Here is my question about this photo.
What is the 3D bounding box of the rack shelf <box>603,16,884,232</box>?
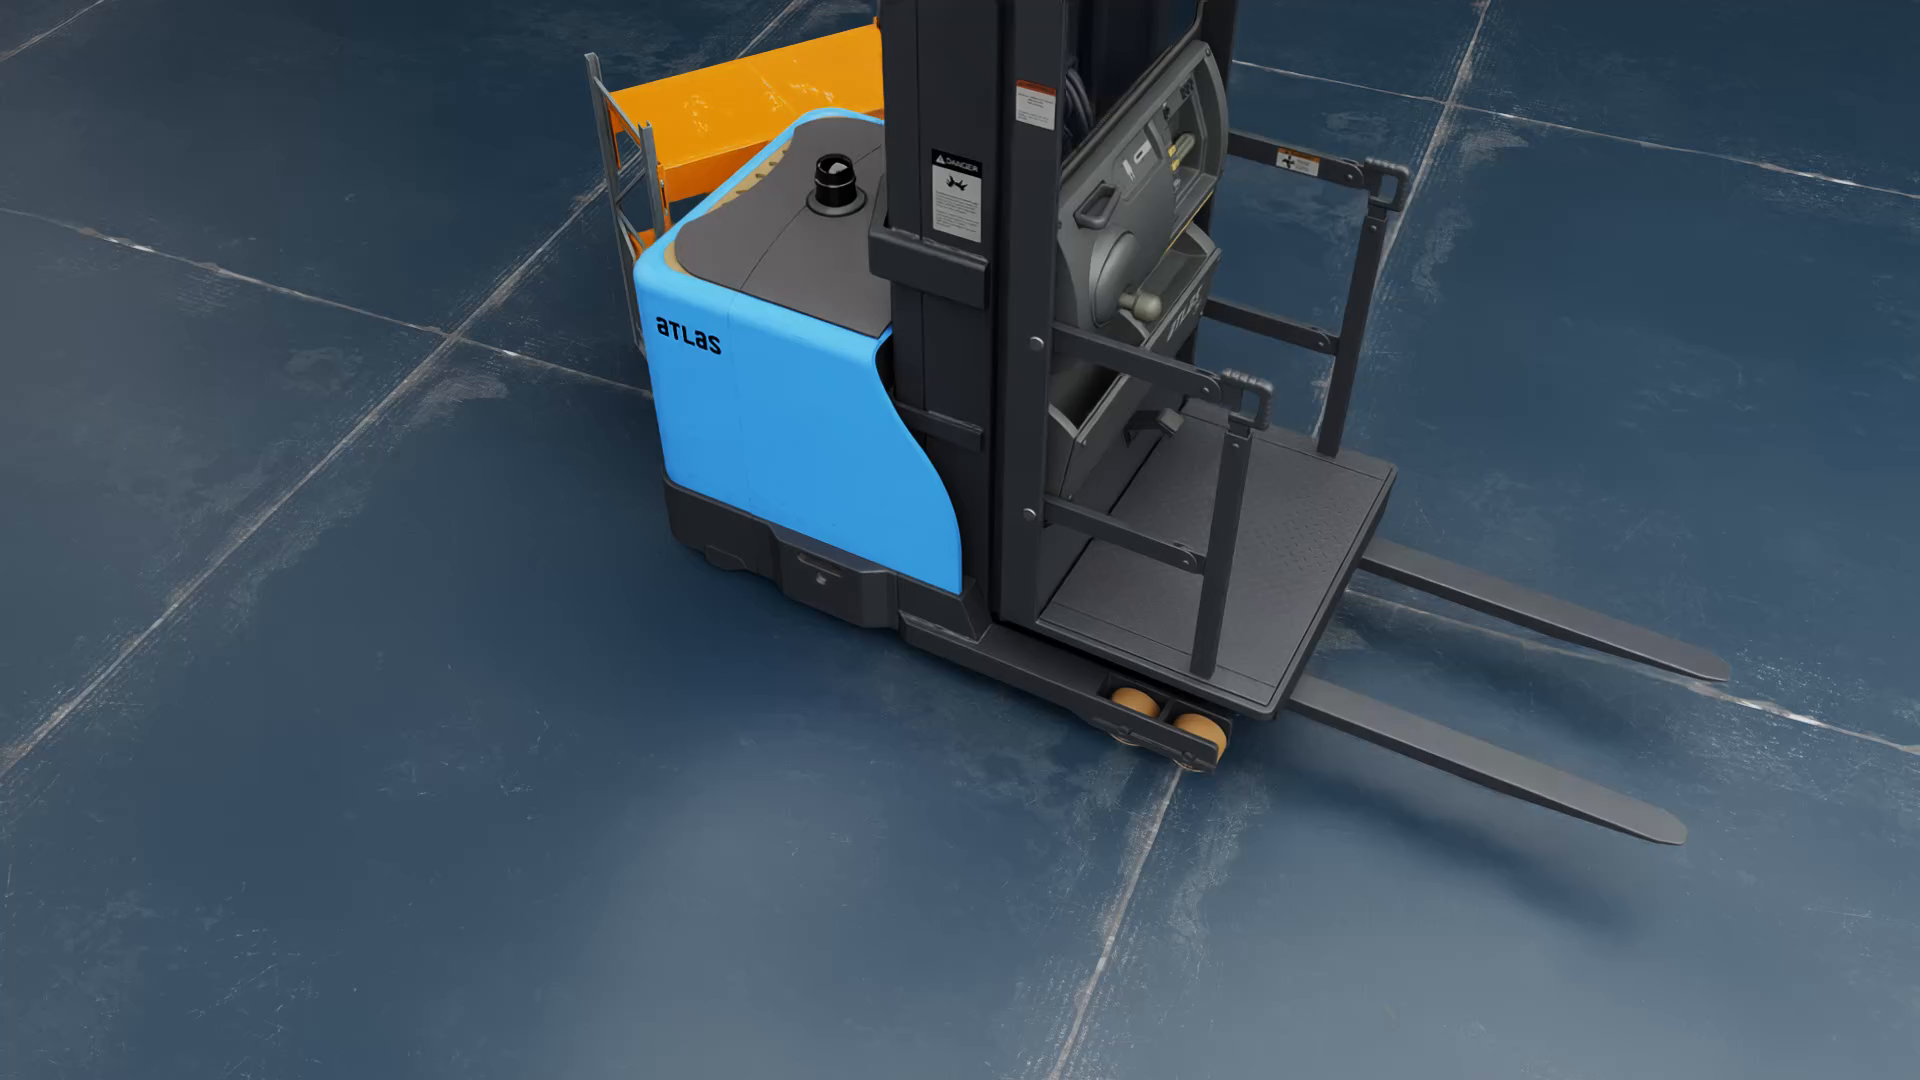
[{"bbox_3d":[-0.590,-1.344,5.388,1.000,0.278,0.538,-21,49,-20],"label":"rack shelf"}]

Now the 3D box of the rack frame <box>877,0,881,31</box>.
[{"bbox_3d":[-0.145,-1.310,5.769,0.032,1.125,0.500,-21,49,-20],"label":"rack frame"}]

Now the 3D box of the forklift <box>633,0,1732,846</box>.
[{"bbox_3d":[0.638,-0.829,4.006,3.031,2.935,1.130,21,48,20],"label":"forklift"}]

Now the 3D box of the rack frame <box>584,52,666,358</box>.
[{"bbox_3d":[-1.035,-0.963,5.420,0.032,1.125,0.500,-21,49,-20],"label":"rack frame"}]

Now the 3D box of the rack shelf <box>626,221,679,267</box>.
[{"bbox_3d":[-0.590,-0.963,5.767,1.000,0.278,0.538,-21,49,-20],"label":"rack shelf"}]

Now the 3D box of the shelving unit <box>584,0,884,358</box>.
[{"bbox_3d":[-0.590,-1.136,5.594,1.048,1.125,0.538,-21,49,-20],"label":"shelving unit"}]
